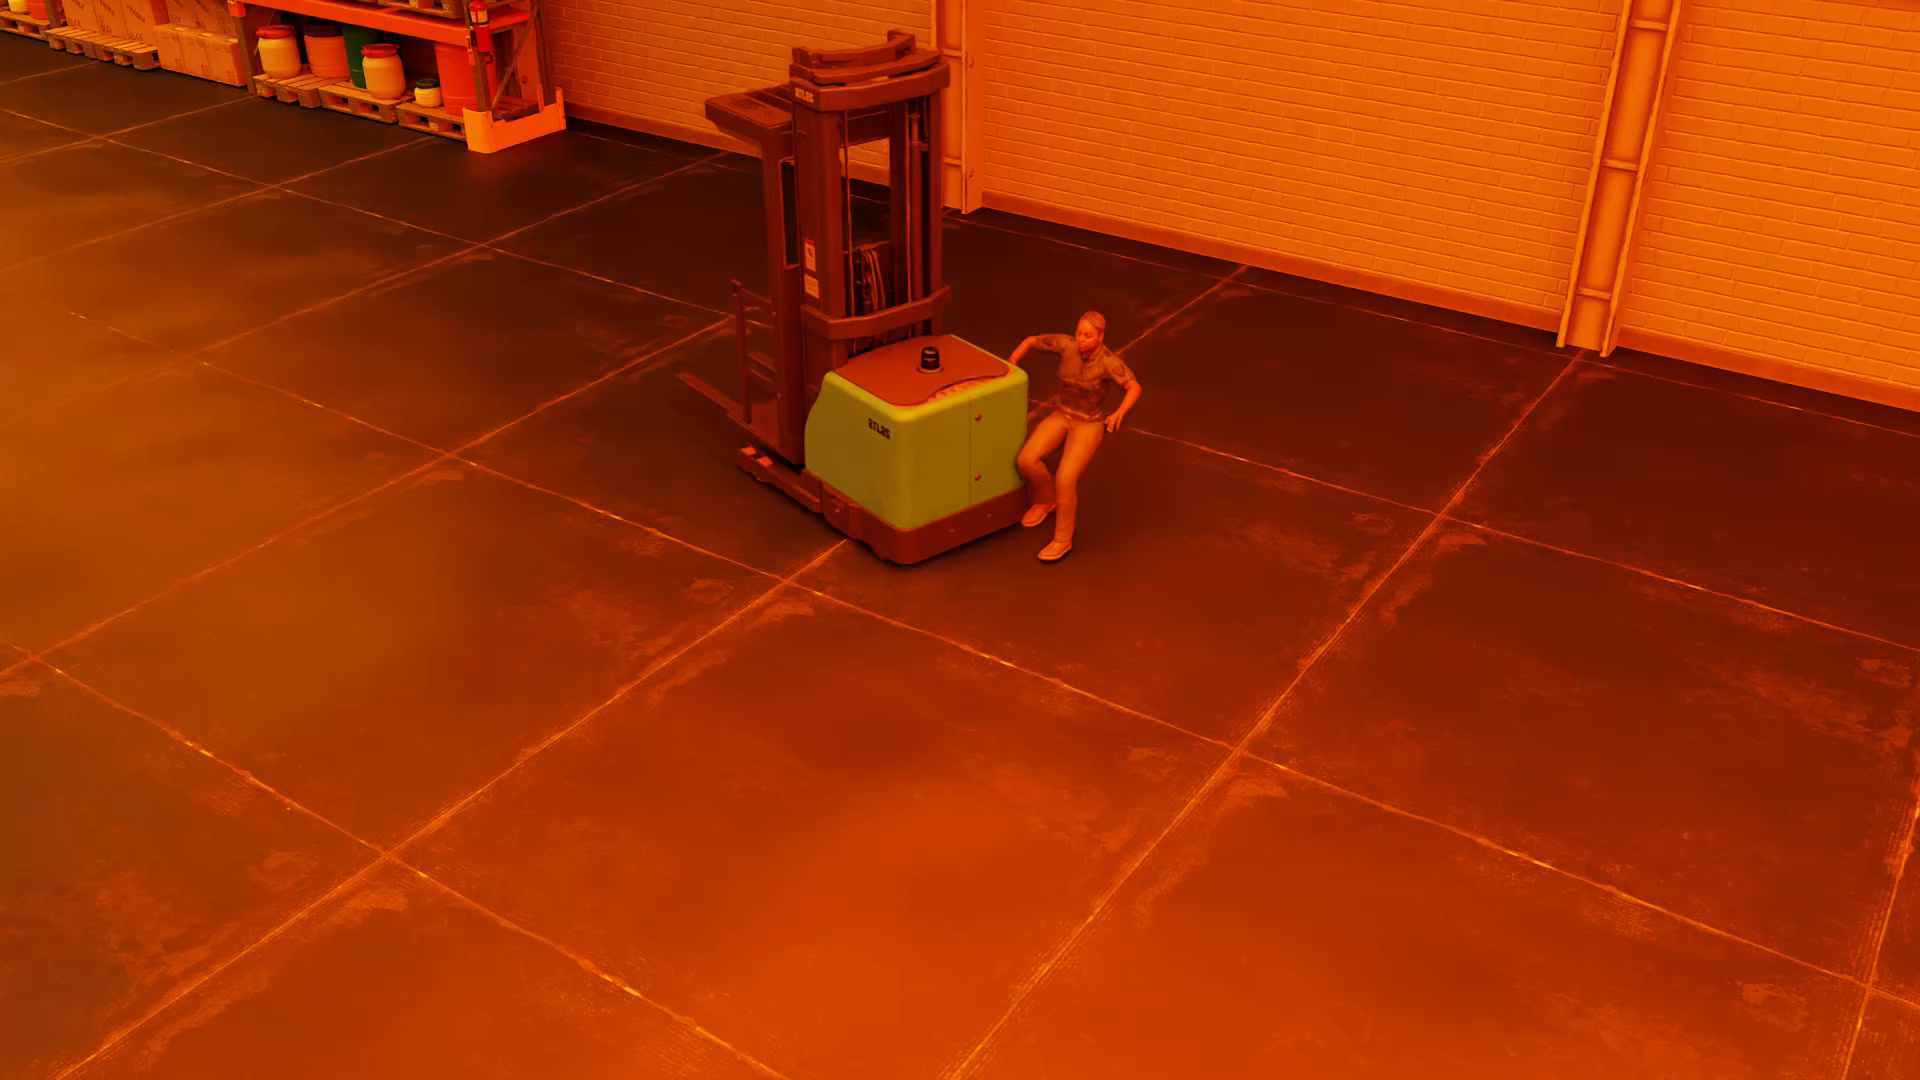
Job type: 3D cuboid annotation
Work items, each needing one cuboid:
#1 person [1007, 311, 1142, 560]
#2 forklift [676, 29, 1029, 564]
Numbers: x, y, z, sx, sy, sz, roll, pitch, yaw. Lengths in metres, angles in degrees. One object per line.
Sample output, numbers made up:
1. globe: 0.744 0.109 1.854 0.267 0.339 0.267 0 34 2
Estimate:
1. person: 0.606 -0.670 10.217 1.017 1.431 0.786 17 34 27
2. forklift: -0.872 -1.793 10.670 1.130 2.935 3.031 -22 37 -32
